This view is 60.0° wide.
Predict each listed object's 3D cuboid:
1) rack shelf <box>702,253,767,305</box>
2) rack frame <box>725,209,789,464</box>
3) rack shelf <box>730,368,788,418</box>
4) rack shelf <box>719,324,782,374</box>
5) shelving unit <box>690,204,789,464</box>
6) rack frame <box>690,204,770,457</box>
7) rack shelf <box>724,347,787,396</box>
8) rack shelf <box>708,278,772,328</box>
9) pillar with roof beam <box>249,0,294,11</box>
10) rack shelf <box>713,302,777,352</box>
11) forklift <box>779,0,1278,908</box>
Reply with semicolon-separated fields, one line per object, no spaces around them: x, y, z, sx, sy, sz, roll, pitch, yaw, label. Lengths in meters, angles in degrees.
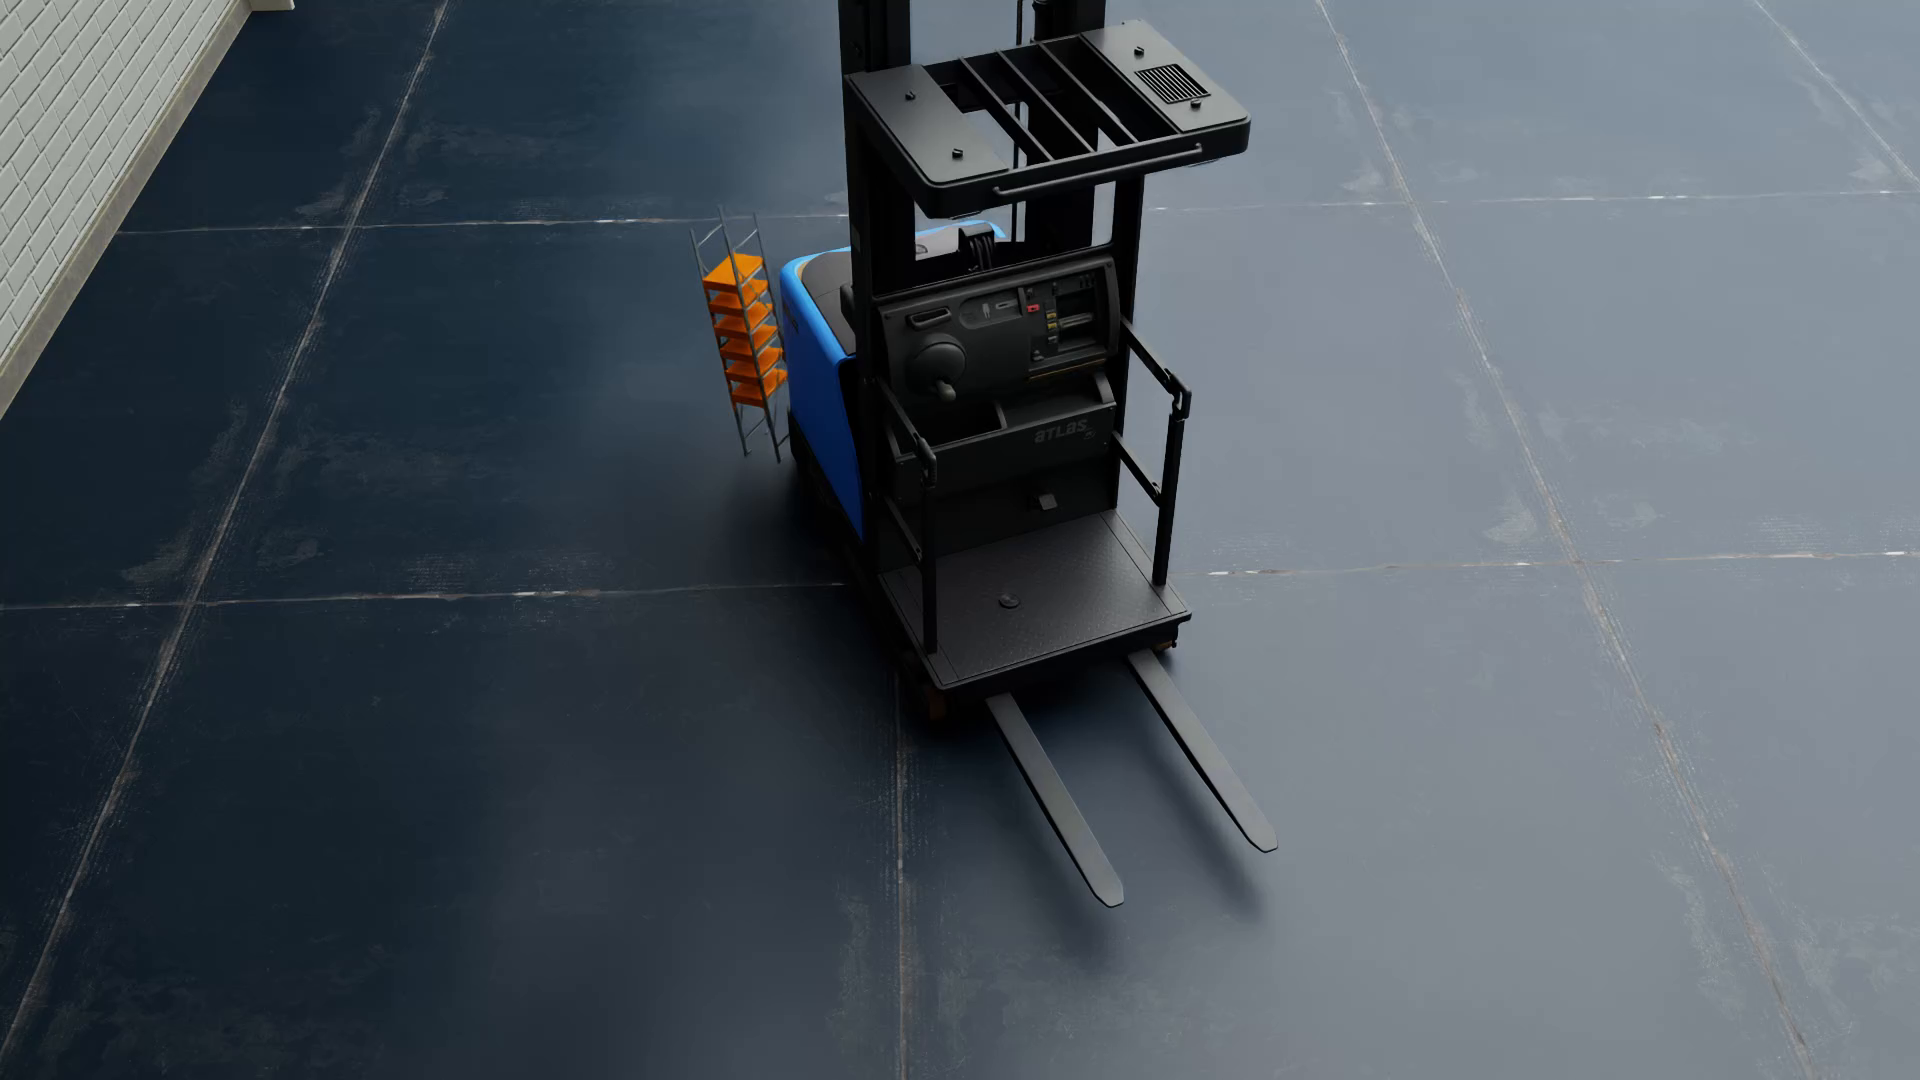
-0.981;-1.150;7.292;0.180;0.103;0.258;13;44;24;rack shelf
-0.863;-0.890;7.453;0.006;1.200;0.240;13;44;24;rack frame
-0.912;-0.690;7.670;0.180;0.103;0.258;13;44;24;rack shelf
-0.940;-0.874;7.518;0.180;0.103;0.258;13;44;24;rack shelf
-0.945;-0.908;7.490;0.189;1.200;0.258;13;44;24;shelving unit
-1.026;-0.927;7.528;0.006;1.200;0.240;13;44;24;rack frame
-0.926;-0.782;7.594;0.180;0.103;0.258;13;44;24;rack shelf
-0.967;-1.058;7.367;0.180;0.103;0.258;13;44;24;rack shelf
-0.416;-7.188;8.582;9.100;9.000;0.400;-2;43;-2;pillar with roof beam
-0.953;-0.966;7.443;0.180;0.103;0.258;13;44;24;rack shelf
0.241;-0.687;5.980;1.130;2.935;3.031;-16;45;-16;forklift
